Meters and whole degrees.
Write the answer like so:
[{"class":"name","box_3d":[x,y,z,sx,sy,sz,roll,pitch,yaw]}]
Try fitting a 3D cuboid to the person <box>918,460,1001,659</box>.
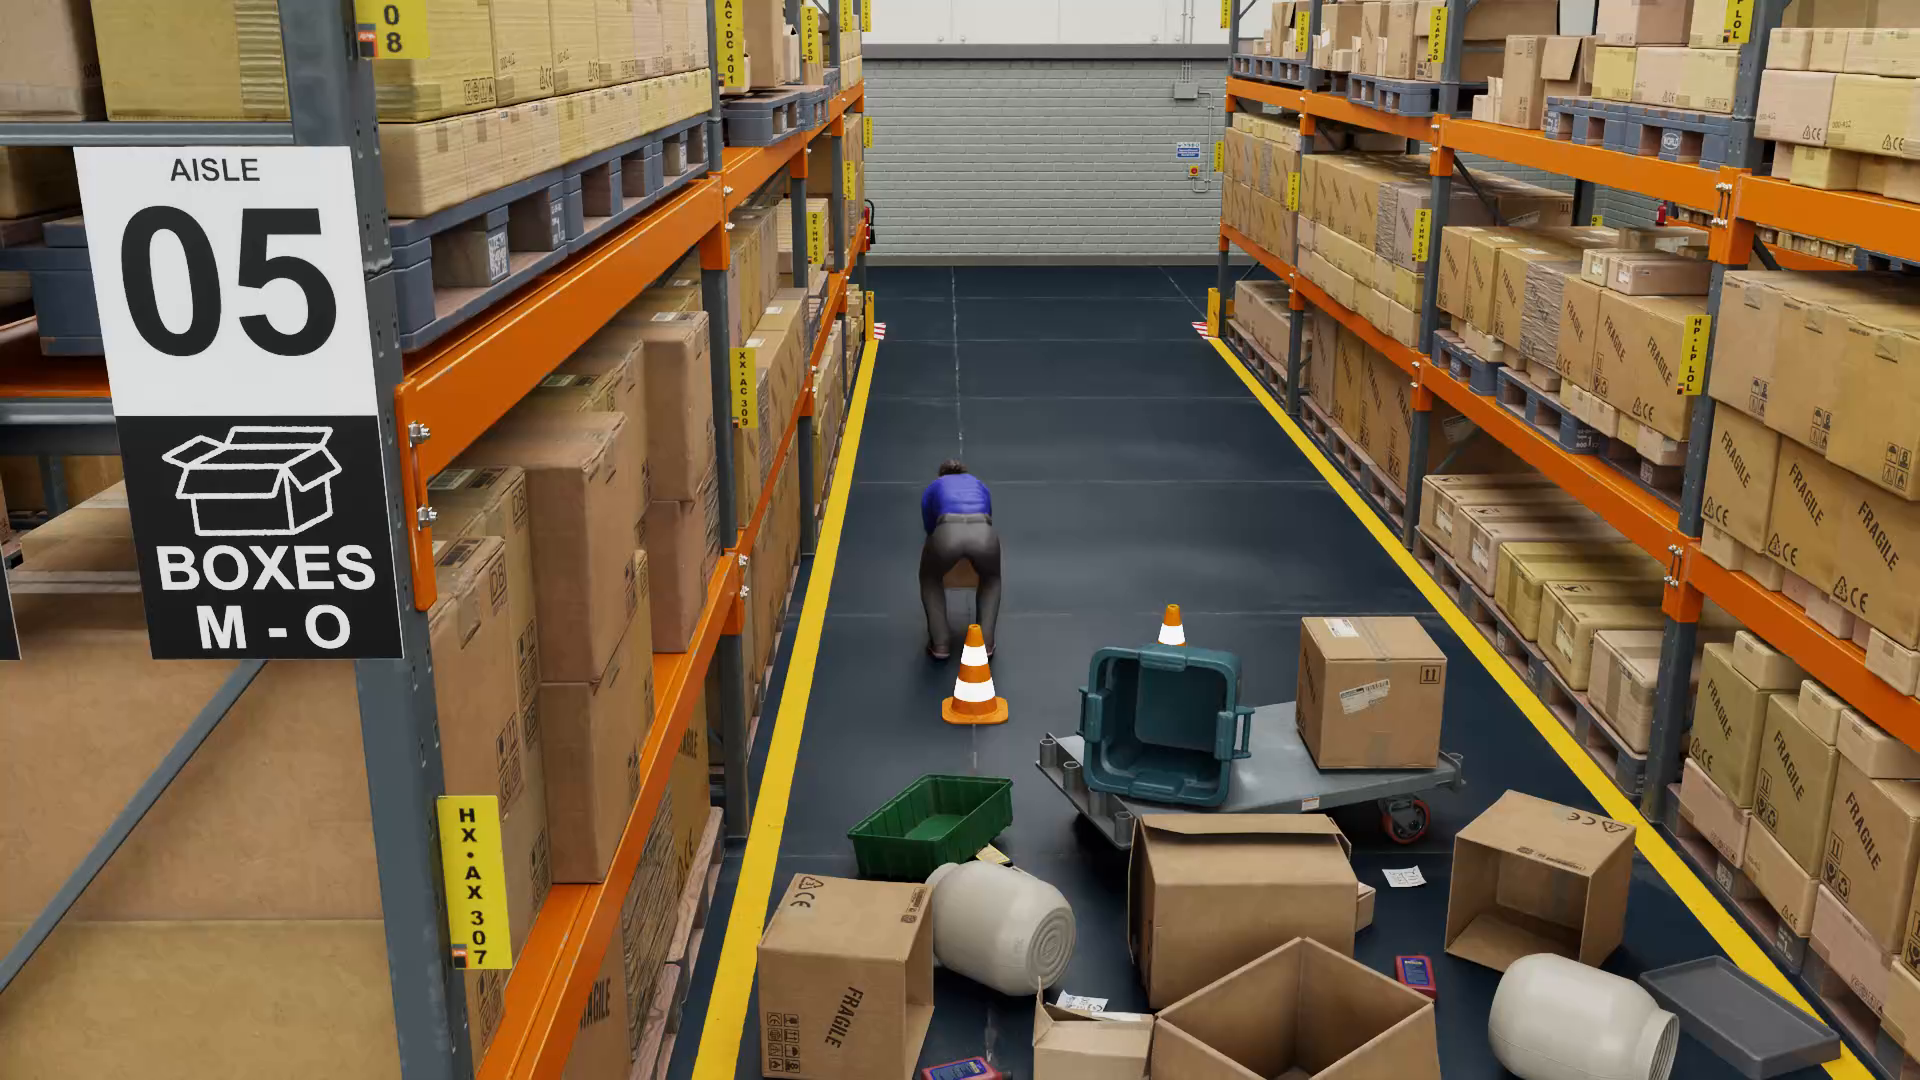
[{"class":"person","box_3d":[-0.002,0.107,9.335,0.465,0.996,0.862,-1,17,-3]}]
